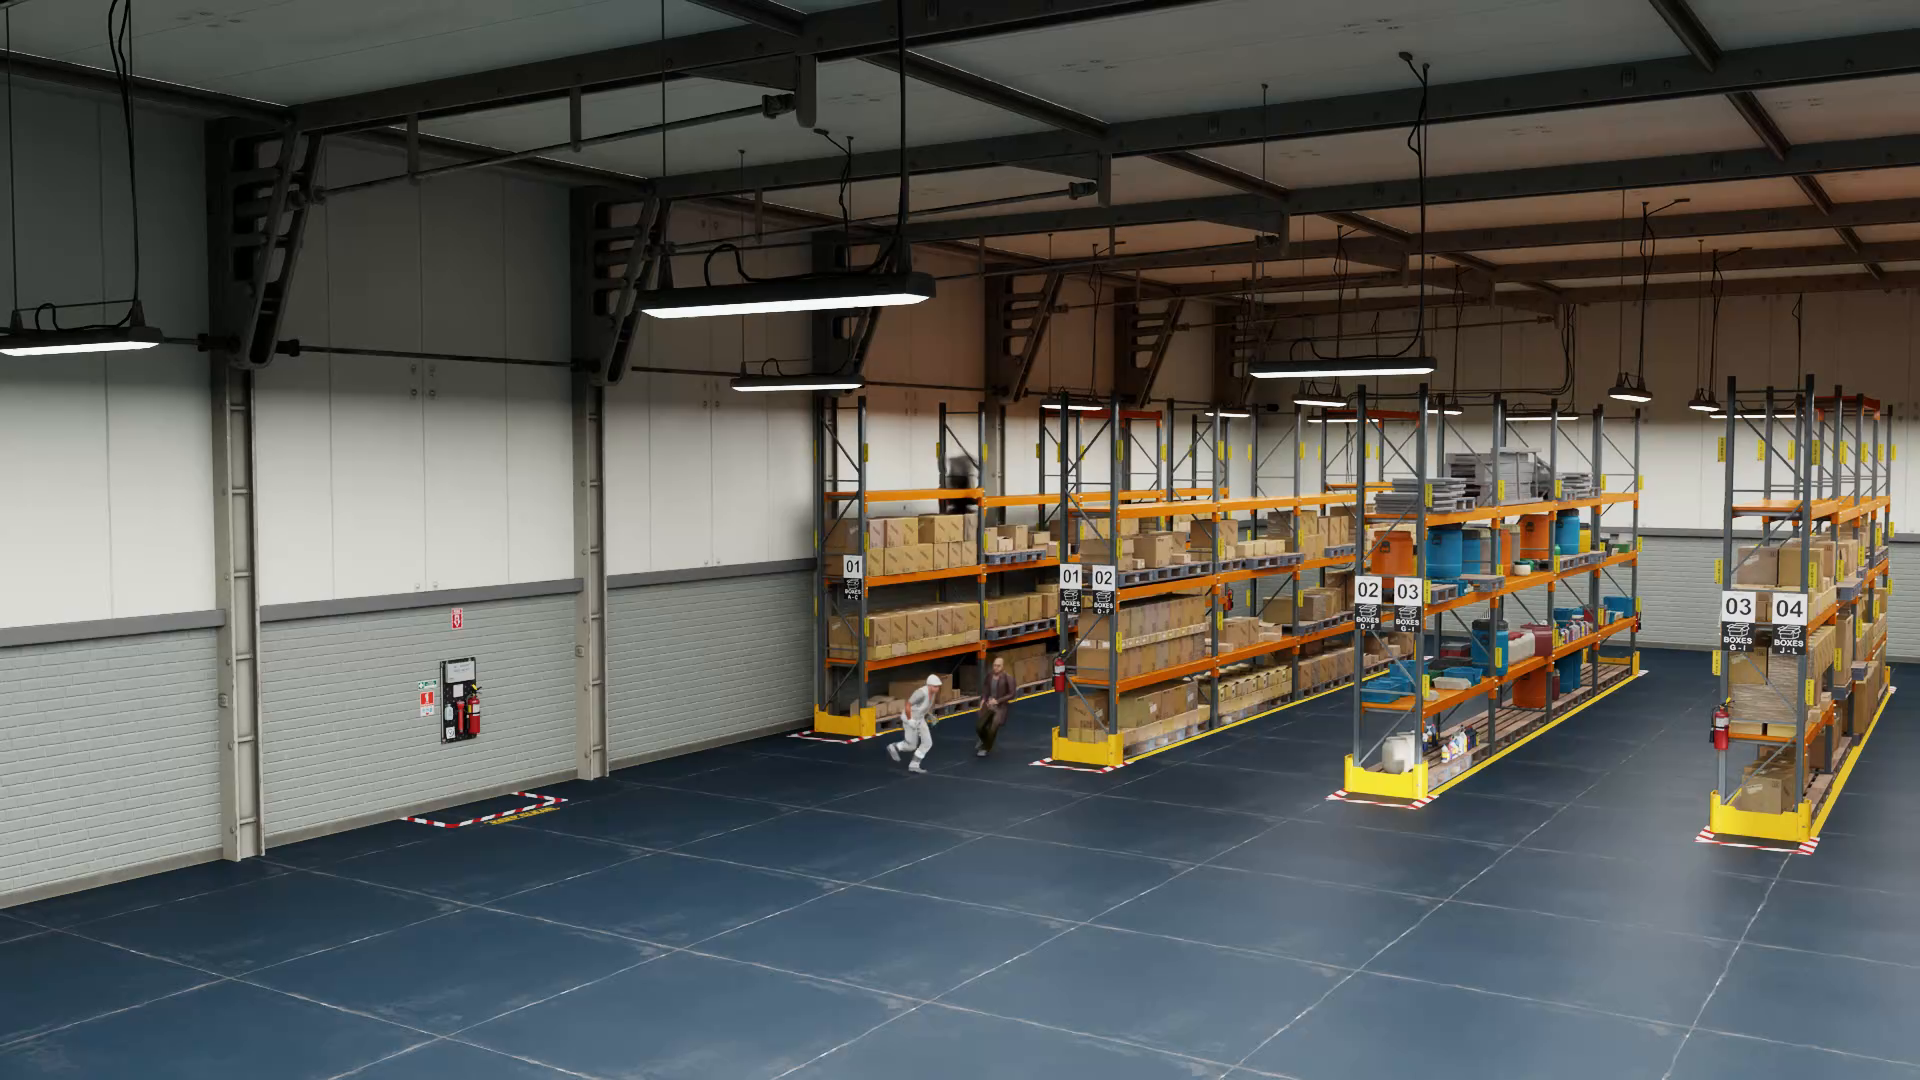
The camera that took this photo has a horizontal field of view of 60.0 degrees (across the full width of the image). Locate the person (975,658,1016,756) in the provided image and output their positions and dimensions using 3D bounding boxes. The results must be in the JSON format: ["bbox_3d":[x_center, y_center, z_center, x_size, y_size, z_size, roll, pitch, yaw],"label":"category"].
[{"bbox_3d":[0.570,2.738,27.383,0.835,1.643,0.650,1,3,22],"label":"person"}]

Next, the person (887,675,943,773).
[{"bbox_3d":[-0.725,2.865,26.011,1.085,1.572,0.666,2,4,34],"label":"person"}]
